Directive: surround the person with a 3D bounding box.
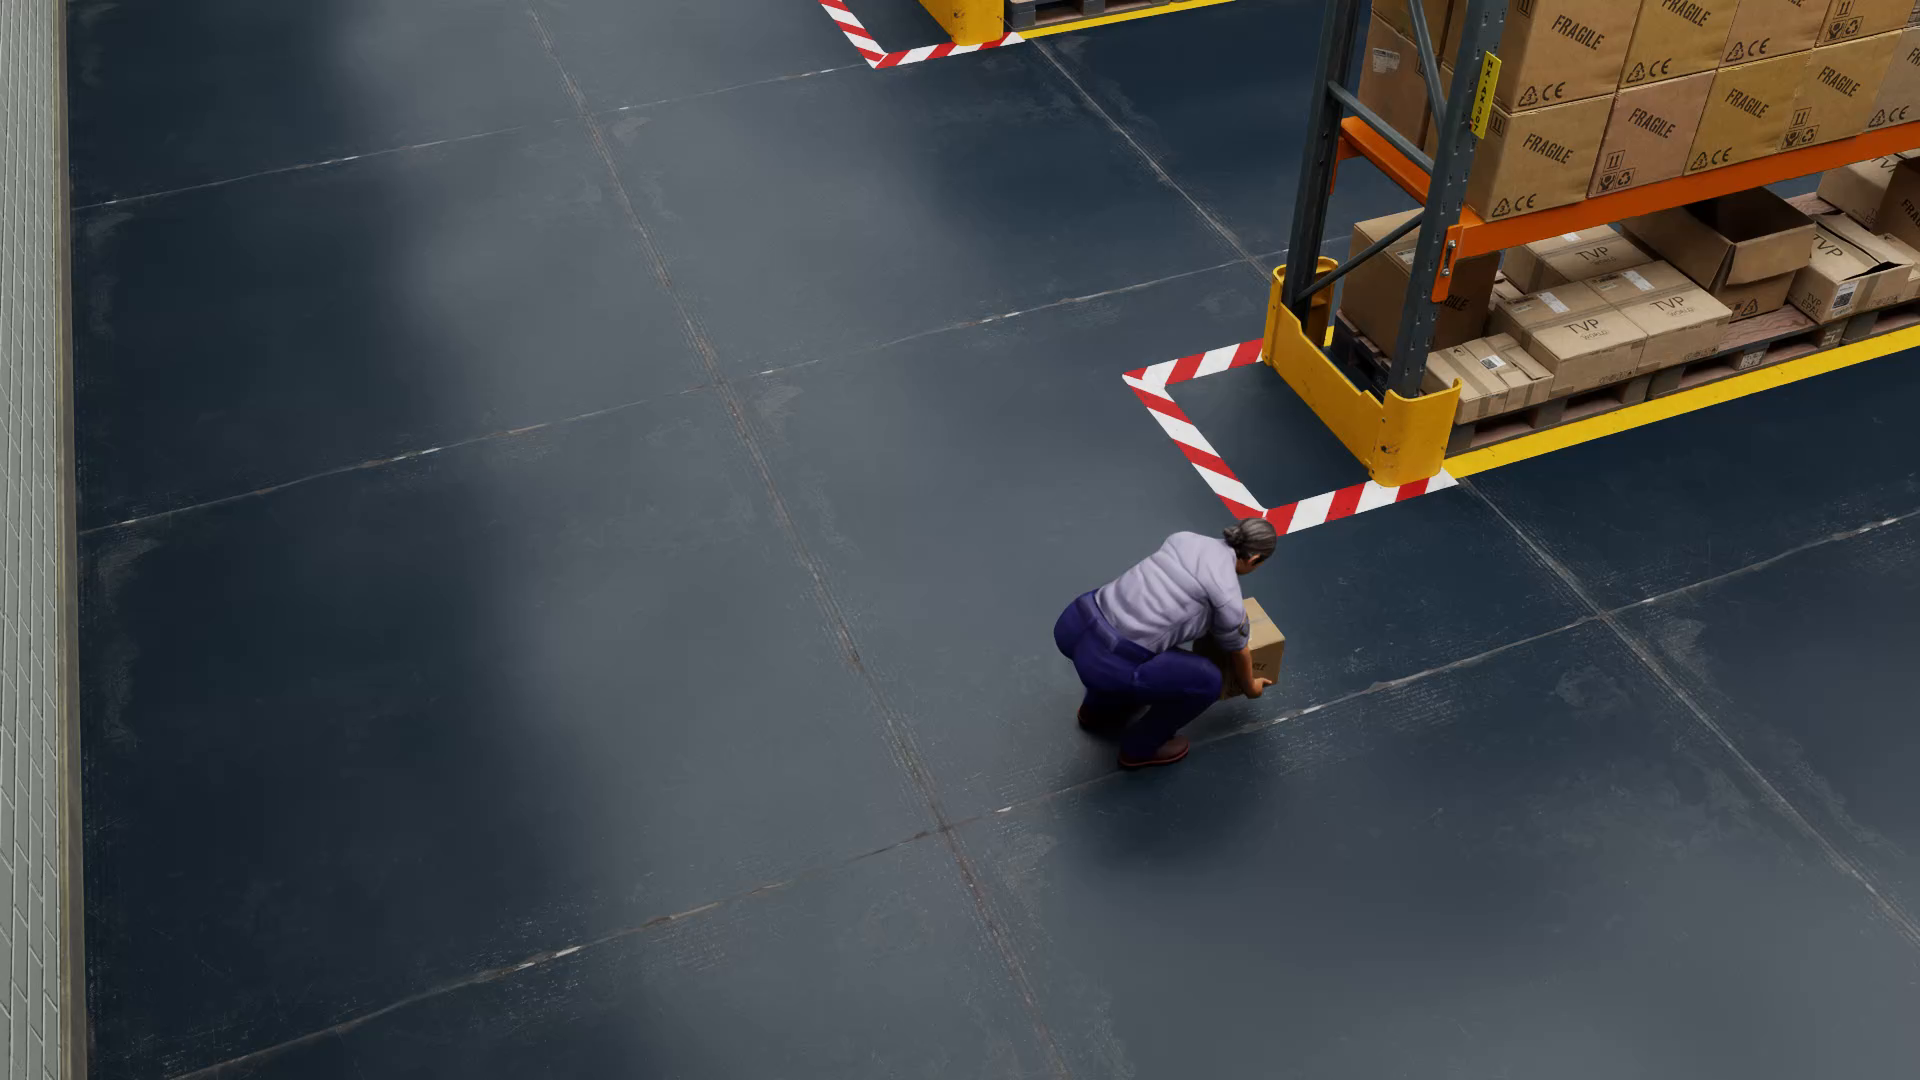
[{"bbox_3d":[0.775,0.385,6.275,0.866,0.945,0.514,-17,45,-18],"label":"person"}]
